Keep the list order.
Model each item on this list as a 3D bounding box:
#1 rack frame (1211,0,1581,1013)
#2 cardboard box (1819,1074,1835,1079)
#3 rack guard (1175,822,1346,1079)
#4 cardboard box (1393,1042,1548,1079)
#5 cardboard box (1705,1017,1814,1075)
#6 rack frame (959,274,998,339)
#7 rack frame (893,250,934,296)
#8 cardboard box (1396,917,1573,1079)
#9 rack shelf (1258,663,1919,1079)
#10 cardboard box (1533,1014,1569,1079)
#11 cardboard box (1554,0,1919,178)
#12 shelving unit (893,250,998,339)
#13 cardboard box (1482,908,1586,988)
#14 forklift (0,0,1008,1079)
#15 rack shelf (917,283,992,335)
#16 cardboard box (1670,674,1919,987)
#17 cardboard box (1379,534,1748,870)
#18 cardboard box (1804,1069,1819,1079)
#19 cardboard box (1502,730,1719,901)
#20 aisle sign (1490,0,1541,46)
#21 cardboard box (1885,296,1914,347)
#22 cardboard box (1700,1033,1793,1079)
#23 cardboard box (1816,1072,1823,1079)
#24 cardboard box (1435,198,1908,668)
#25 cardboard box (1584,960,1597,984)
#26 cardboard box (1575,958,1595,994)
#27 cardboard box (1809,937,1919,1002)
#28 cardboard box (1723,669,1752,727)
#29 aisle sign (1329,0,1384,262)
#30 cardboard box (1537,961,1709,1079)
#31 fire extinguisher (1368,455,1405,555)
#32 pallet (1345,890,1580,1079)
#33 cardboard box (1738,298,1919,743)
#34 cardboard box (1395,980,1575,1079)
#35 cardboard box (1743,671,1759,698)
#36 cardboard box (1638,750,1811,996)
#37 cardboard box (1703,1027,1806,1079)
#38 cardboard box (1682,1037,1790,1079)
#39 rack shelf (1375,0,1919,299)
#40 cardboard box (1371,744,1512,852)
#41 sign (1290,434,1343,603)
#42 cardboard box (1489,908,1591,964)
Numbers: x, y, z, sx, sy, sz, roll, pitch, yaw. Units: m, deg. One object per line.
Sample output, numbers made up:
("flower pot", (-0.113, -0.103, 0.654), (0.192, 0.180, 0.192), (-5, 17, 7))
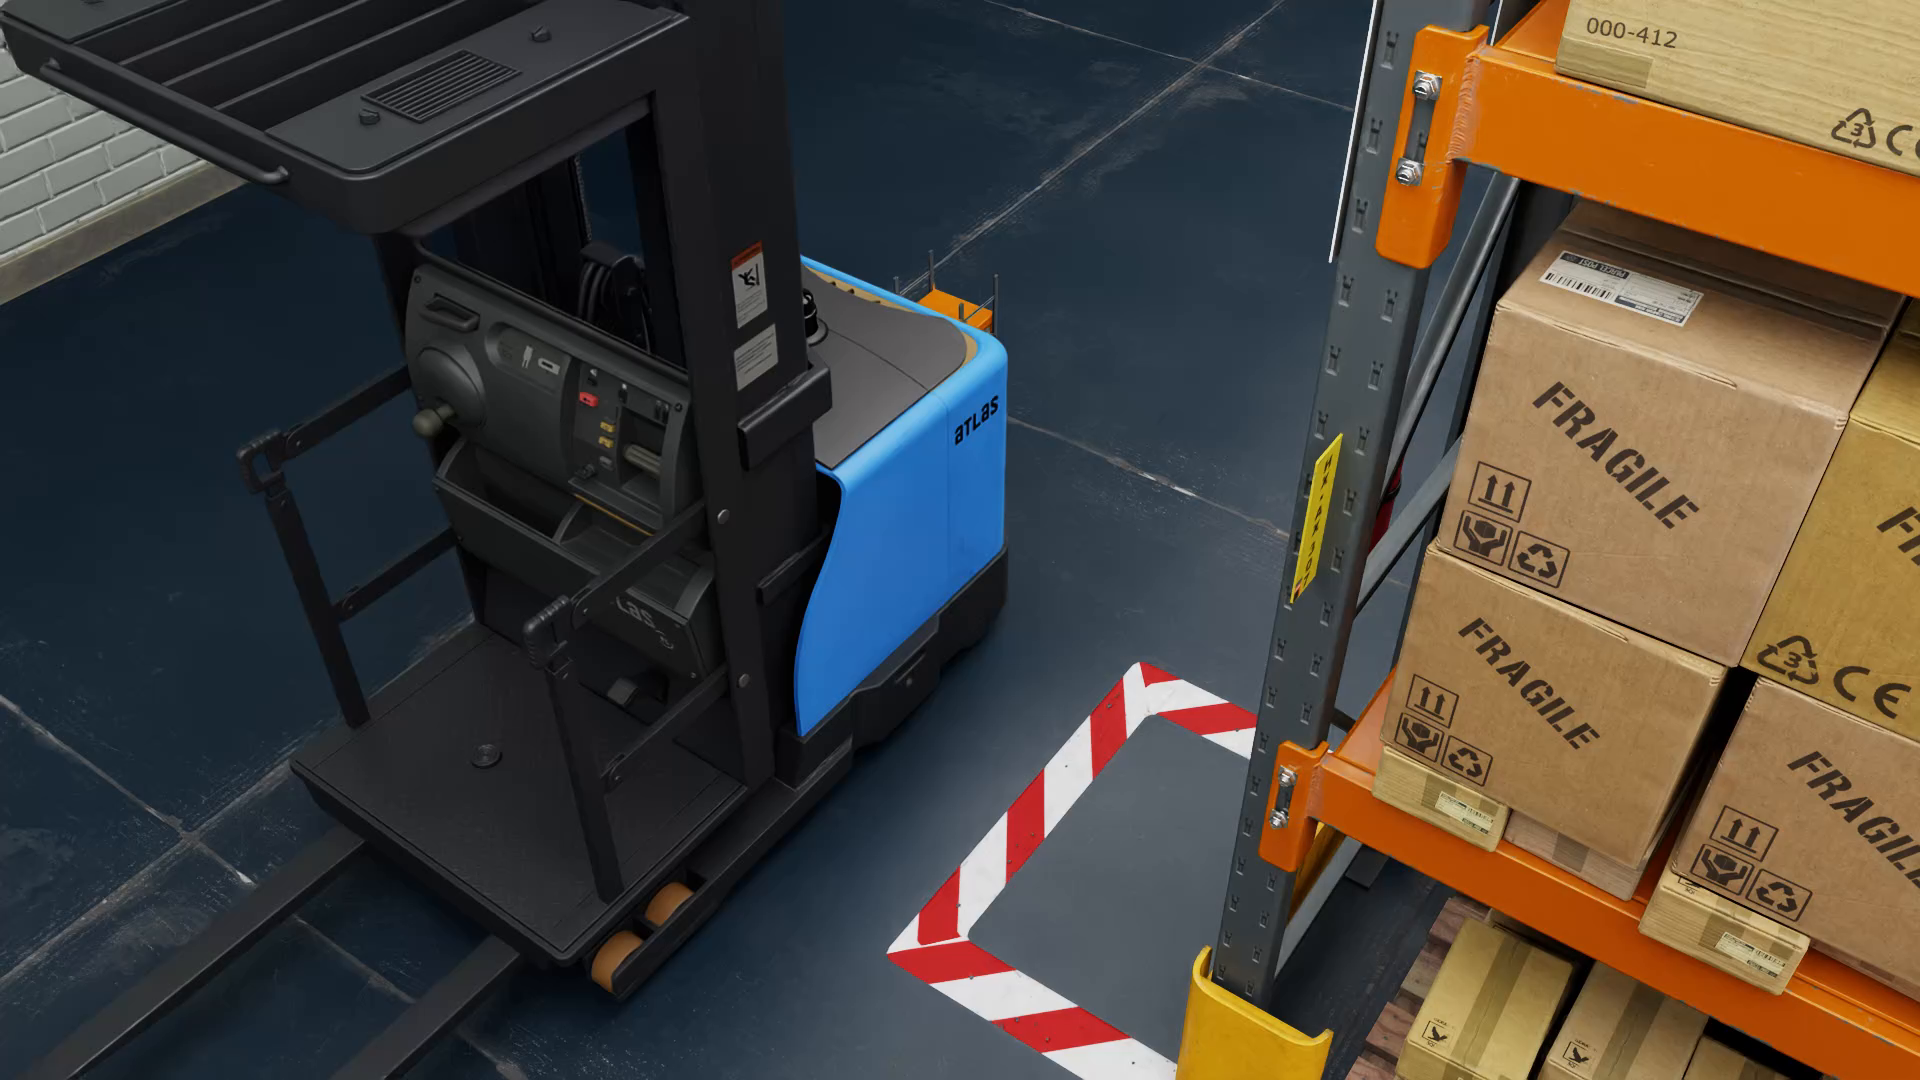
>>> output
("rack frame", (0.931, -0.008, 3.509), (0.127, 3.000, 1.000), (25, 48, 25))
("cardboard box", (1.843, 1.318, 3.404), (0.250, 0.149, 0.380), (23, 47, 23))
("rack guard", (0.993, 0.953, 4.310), (0.348, 0.500, 1.175), (25, 48, 25))
("cardboard box", (1.176, 1.273, 3.900), (0.250, 0.149, 0.380), (26, 48, 26))
("cardboard box", (1.953, 1.031, 3.948), (0.250, 0.149, 0.380), (23, 47, 24))
("rack frame", (0.056, -0.365, 5.371), (0.008, 1.050, 0.200), (25, 48, 25))
("rack frame", (-0.144, -0.458, 5.475), (0.008, 1.050, 0.200), (25, 48, 25))
("cardboard box", (1.165, 1.062, 3.690), (0.250, 0.149, 0.380), (23, 47, 24))
("rack shelf", (2.568, 1.026, 2.893), (4.000, 0.370, 1.077), (25, 48, 25))
("cardboard box", (1.437, 1.329, 3.838), (0.250, 0.149, 0.380), (25, 47, 25))
("cardboard box", (1.152, -0.758, 2.211), (0.500, 0.250, 0.500), (27, 48, 27))
("shelving unit", (-0.044, -0.412, 5.423), (0.252, 1.050, 0.215), (25, 48, 25))
("cardboard box", (1.482, 0.986, 4.222), (0.250, 0.149, 0.380), (26, 48, 26))
("forklift", (-1.124, -0.264, 3.847), (1.130, 2.935, 3.031), (26, 48, 26))
("rack shelf", (-0.044, -0.615, 5.241), (0.240, 0.259, 0.215), (25, 48, 25))
("cardboard box", (1.593, 0.358, 2.803), (0.500, 0.500, 0.500), (25, 48, 25))
("cardboard box", (1.140, 0.167, 3.016), (0.500, 0.500, 0.500), (27, 49, 27))
("cardboard box", (2.127, 1.264, 3.910), (0.250, 0.149, 0.380), (26, 48, 26))
("cardboard box", (1.240, 0.464, 3.171), (0.250, 0.149, 0.380), (27, 48, 27))
("aisle sign", (1.043, -1.168, 2.857), (0.004, 0.787, 0.394), (25, 48, 25))
("cardboard box", (1.448, -0.489, 2.999), (0.500, 0.500, 0.500), (24, 47, 25))
("cardboard box", (1.655, 1.309, 3.638), (0.250, 0.149, 0.380), (26, 48, 26))
("cardboard box", (2.114, 1.191, 3.770), (0.250, 0.149, 0.380), (25, 47, 25))
("cardboard box", (1.146, -0.212, 2.689), (0.500, 0.500, 0.500), (25, 47, 25))
("cardboard box", (1.710, 0.963, 4.024), (0.250, 0.149, 0.380), (24, 47, 24))
("cardboard box", (1.750, 1.029, 4.174), (0.250, 0.149, 0.380), (27, 48, 27))
("cardboard box", (1.721, 0.620, 2.996), (0.250, 0.149, 0.380), (27, 49, 27))
("cardboard box", (1.756, 0.260, 3.399), (0.250, 0.149, 0.380), (25, 47, 25))
("aisle sign", (0.699, -0.841, 2.491), (0.004, 0.787, 0.394), (25, 48, 25))
("cardboard box", (1.460, 1.102, 3.645), (0.250, 0.149, 0.380), (26, 48, 26))
("fire extinguisher", (0.990, -0.189, 4.049), (0.183, 0.674, 0.296), (25, 48, 25))
("pallet", (1.638, 1.391, 4.037), (1.213, 0.211, 1.003), (25, 48, 25))
("cardboard box", (1.563, -0.022, 2.477), (0.500, 0.500, 0.500), (26, 48, 26))
("cardboard box", (1.213, 1.128, 3.840), (0.250, 0.149, 0.380), (27, 48, 27))
("cardboard box", (1.865, 0.076, 3.118), (0.500, 0.500, 0.500), (24, 47, 25))
("cardboard box", (1.430, 0.596, 3.023), (0.250, 0.149, 0.380), (24, 47, 24))
("cardboard box", (1.917, 1.177, 4.008), (0.250, 0.149, 0.380), (25, 47, 25))
("cardboard box", (1.592, 1.269, 3.460), (0.250, 0.149, 0.380), (25, 47, 25))
("rack shelf", (2.568, -0.092, 1.893), (4.000, 0.370, 1.077), (25, 48, 25))
("cardboard box", (1.008, 0.389, 3.254), (0.250, 0.149, 0.380), (25, 47, 25))
("sign", (0.620, -0.034, 2.890), (0.005, 0.325, 0.100), (25, 48, 25))
("cardboard box", (1.527, 0.833, 4.169), (0.250, 0.149, 0.380), (24, 47, 24))
